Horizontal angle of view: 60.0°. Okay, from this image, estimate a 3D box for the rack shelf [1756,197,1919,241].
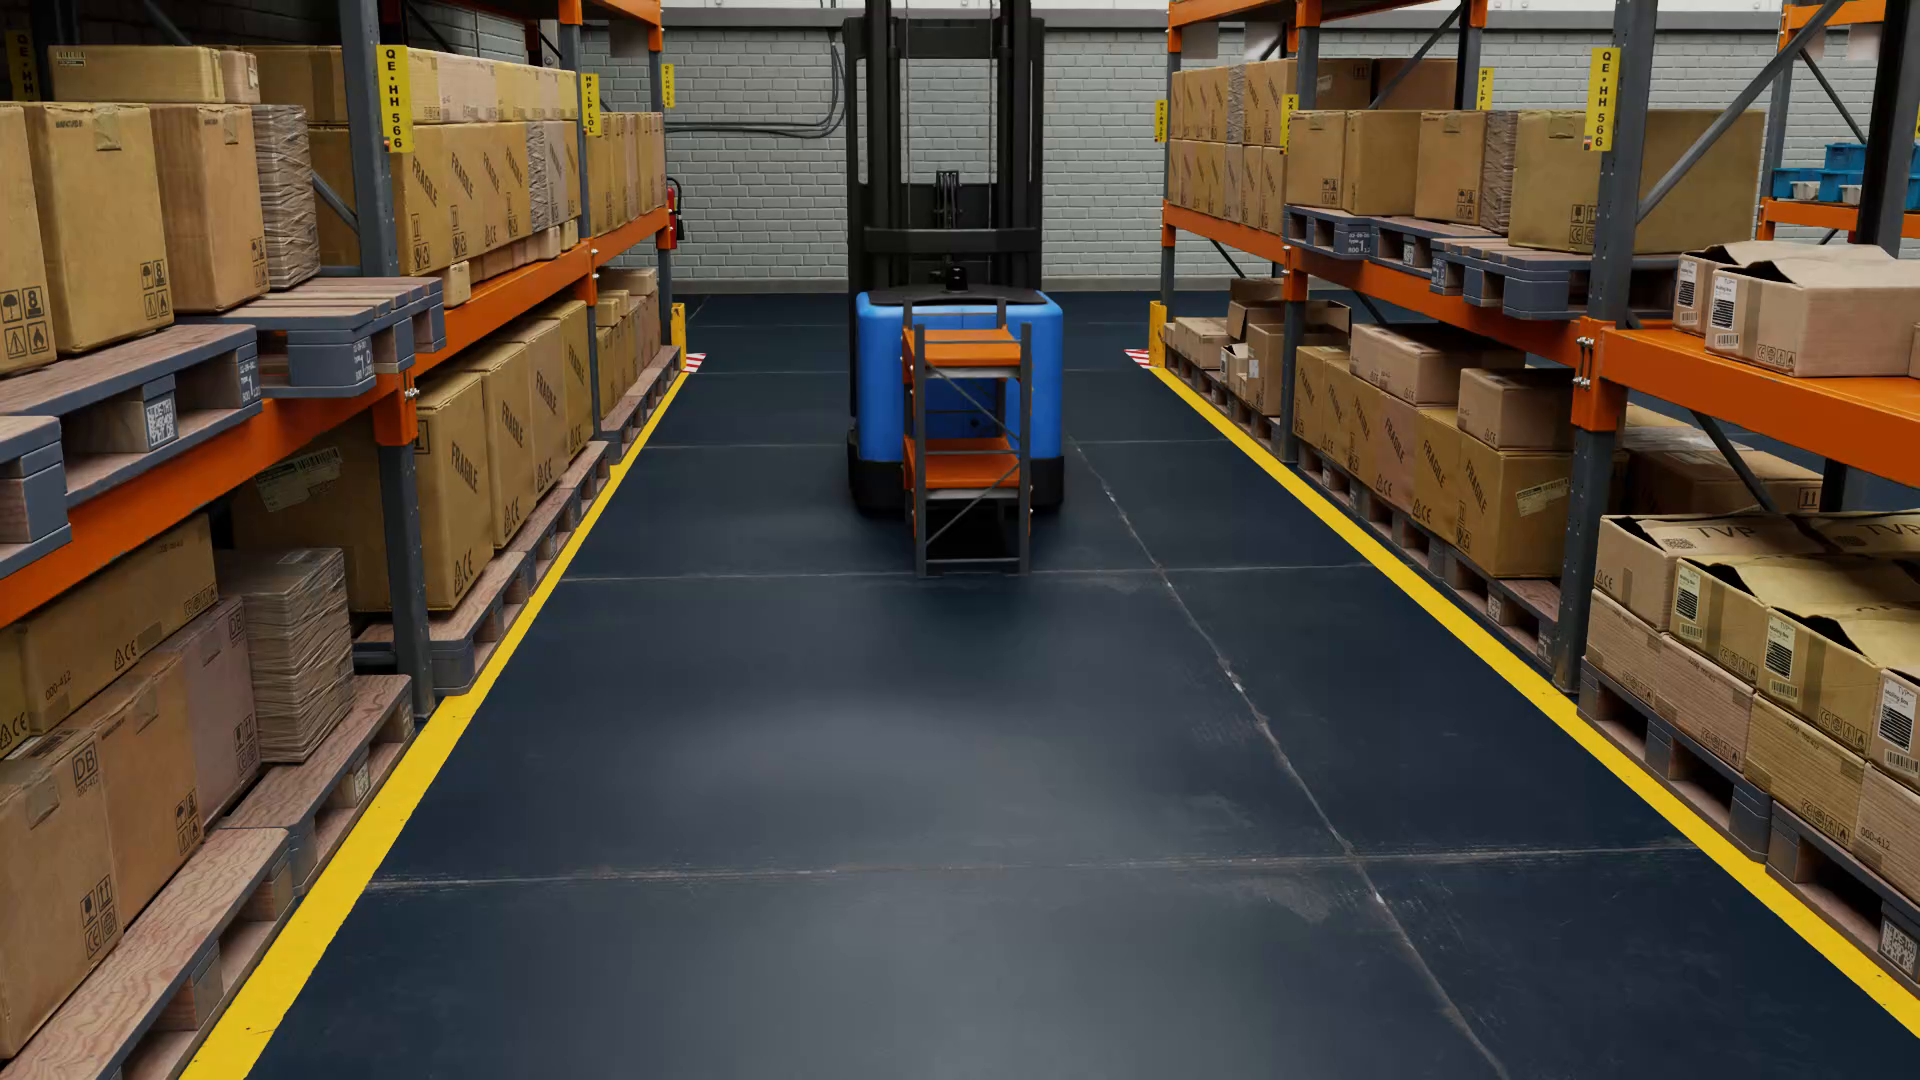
[{"bbox_3d":[7.207,-2.142,11.776,1.077,0.370,4.000,-1,14,-3],"label":"rack shelf"}]

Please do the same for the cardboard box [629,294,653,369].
[{"bbox_3d":[-2.630,-1.531,12.130,0.700,0.500,0.500,-1,14,-4],"label":"cardboard box"}]

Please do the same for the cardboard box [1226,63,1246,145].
[{"bbox_3d":[2.032,-2.825,10.778,0.500,0.500,0.500,-1,14,-3],"label":"cardboard box"}]

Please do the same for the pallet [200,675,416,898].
[{"bbox_3d":[-2.262,0.699,4.885,1.003,0.211,1.213,-1,14,-3],"label":"pallet"}]

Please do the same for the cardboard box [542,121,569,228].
[{"bbox_3d":[-2.235,-1.805,8.184,0.500,0.500,0.500,-1,14,-3],"label":"cardboard box"}]

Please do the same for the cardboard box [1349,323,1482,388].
[{"bbox_3d":[2.236,-0.911,8.174,0.500,0.250,0.500,-1,14,-3],"label":"cardboard box"}]

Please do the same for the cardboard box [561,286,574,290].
[{"bbox_3d":[-2.773,-1.619,11.172,0.380,0.149,0.250,-1,14,-4],"label":"cardboard box"}]

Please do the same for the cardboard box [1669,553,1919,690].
[{"bbox_3d":[2.415,0.199,4.783,0.500,0.311,0.500,-1,14,-5],"label":"cardboard box"}]

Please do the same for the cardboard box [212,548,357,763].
[{"bbox_3d":[-2.212,0.330,4.857,0.700,0.500,0.500,-1,14,-3],"label":"cardboard box"}]

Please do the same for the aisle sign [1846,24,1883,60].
[{"bbox_3d":[7.371,-4.269,13.383,0.394,0.787,0.004,-1,14,-3],"label":"aisle sign"}]

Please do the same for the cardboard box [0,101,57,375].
[{"bbox_3d":[-2.158,-0.542,3.028,0.700,0.500,0.500,1,14,4],"label":"cardboard box"}]

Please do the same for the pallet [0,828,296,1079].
[{"bbox_3d":[-2.190,1.002,3.708,1.003,0.211,1.213,-1,14,-3],"label":"pallet"}]

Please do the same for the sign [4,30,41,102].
[{"bbox_3d":[-2.863,-1.397,5.112,0.100,0.325,0.005,-1,14,-3],"label":"sign"}]

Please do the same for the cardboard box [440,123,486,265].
[{"bbox_3d":[-2.107,-1.303,6.232,0.500,0.500,0.500,0,14,-2],"label":"cardboard box"}]

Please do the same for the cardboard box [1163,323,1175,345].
[{"bbox_3d":[1.822,-1.635,13.201,0.380,0.149,0.250,-1,14,-3],"label":"cardboard box"}]

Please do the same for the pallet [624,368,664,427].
[{"bbox_3d":[-2.604,-0.984,11.428,1.003,0.211,1.213,-1,14,-3],"label":"pallet"}]

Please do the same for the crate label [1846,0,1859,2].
[{"bbox_3d":[6.818,-4.134,12.354,0.408,0.251,0.502,-1,14,-3],"label":"crate label"}]

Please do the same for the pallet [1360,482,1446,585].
[{"bbox_3d":[2.554,-0.061,7.841,1.003,0.211,1.213,-1,14,-3],"label":"pallet"}]

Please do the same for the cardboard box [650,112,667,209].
[{"bbox_3d":[-2.763,-2.854,12.496,0.980,0.700,0.700,0,14,-1],"label":"cardboard box"}]

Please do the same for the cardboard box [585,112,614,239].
[{"bbox_3d":[-2.574,-2.121,9.647,0.980,0.700,0.700,-1,14,-3],"label":"cardboard box"}]

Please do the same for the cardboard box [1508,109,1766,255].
[{"bbox_3d":[2.483,-1.330,6.131,0.700,0.500,0.500,-6,16,-22],"label":"cardboard box"}]

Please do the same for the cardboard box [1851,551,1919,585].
[{"bbox_3d":[2.952,0.189,4.821,0.500,0.311,0.500,-1,14,-4],"label":"cardboard box"}]

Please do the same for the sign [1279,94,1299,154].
[{"bbox_3d":[1.846,-2.327,9.312,0.100,0.325,0.005,-1,14,-3],"label":"sign"}]

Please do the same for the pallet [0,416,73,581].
[{"bbox_3d":[-1.963,0.050,2.198,1.003,0.211,1.213,-1,14,-3],"label":"pallet"}]

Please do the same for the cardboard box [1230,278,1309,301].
[{"bbox_3d":[2.419,-1.784,13.072,0.500,0.500,0.500,-1,14,-3],"label":"cardboard box"}]

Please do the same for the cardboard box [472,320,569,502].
[{"bbox_3d":[-2.329,-0.622,7.895,0.750,0.750,0.750,0,14,-2],"label":"cardboard box"}]

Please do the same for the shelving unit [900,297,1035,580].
[{"bbox_3d":[0.015,-0.505,7.731,0.538,1.125,1.048,-1,14,-4],"label":"shelving unit"}]

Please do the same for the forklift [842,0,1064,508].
[{"bbox_3d":[-0.105,-1.894,9.504,1.130,2.935,3.031,-1,14,-4],"label":"forklift"}]

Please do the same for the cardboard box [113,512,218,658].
[{"bbox_3d":[-2.240,0.110,4.208,0.500,0.250,0.500,-1,14,-2],"label":"cardboard box"}]

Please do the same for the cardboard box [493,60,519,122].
[{"bbox_3d":[-2.187,-1.913,7.097,0.500,0.250,0.500,-1,14,-5],"label":"cardboard box"}]

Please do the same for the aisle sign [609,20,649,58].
[{"bbox_3d":[-2.510,-4.117,12.789,0.394,0.787,0.004,-1,14,-3],"label":"aisle sign"}]

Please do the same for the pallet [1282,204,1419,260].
[{"bbox_3d":[2.328,-1.624,8.705,1.003,0.211,1.213,-1,14,-3],"label":"pallet"}]

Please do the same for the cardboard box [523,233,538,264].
[{"bbox_3d":[-2.219,-1.395,7.891,0.380,0.149,0.250,-1,14,-3],"label":"cardboard box"}]

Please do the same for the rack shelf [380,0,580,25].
[{"bbox_3d":[-2.433,-2.447,6.942,1.077,0.370,4.000,-1,14,-3],"label":"rack shelf"}]

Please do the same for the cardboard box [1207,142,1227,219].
[{"bbox_3d":[1.998,-2.469,11.402,0.500,0.500,0.500,-1,14,-3],"label":"cardboard box"}]

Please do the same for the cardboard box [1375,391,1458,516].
[{"bbox_3d":[2.272,-0.414,7.747,0.500,0.500,0.500,-1,14,-6],"label":"cardboard box"}]

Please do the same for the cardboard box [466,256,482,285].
[{"bbox_3d":[-2.206,-1.139,6.896,0.380,0.149,0.250,-1,14,-3],"label":"cardboard box"}]

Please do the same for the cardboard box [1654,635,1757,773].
[{"bbox_3d":[2.406,0.465,4.874,0.500,0.250,0.500,-1,14,-5],"label":"cardboard box"}]

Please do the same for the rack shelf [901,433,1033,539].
[{"bbox_3d":[0.015,-0.268,7.792,0.538,0.278,1.000,-1,14,-4],"label":"rack shelf"}]

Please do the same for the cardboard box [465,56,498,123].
[{"bbox_3d":[-2.149,-1.786,6.604,0.500,0.250,0.500,-1,14,-3],"label":"cardboard box"}]

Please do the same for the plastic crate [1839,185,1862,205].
[{"bbox_3d":[6.749,-2.573,12.416,0.250,0.136,0.298,-1,14,-3],"label":"plastic crate"}]

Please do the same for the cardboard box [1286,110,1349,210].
[{"bbox_3d":[2.193,-2.048,8.924,0.700,0.500,0.500,-6,16,-22],"label":"cardboard box"}]

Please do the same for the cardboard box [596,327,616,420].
[{"bbox_3d":[-2.501,-1.021,10.147,0.700,0.500,0.500,-1,14,-3],"label":"cardboard box"}]

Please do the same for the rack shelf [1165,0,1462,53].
[{"bbox_3d":[2.263,-3.519,11.109,1.077,0.370,4.000,-1,14,-3],"label":"rack shelf"}]

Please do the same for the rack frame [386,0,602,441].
[{"bbox_3d":[-2.557,-1.840,9.159,1.000,3.000,0.127,-1,14,-3],"label":"rack frame"}]

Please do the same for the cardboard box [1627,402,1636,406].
[{"bbox_3d":[2.790,-0.428,7.802,0.500,0.500,0.500,-1,14,-5],"label":"cardboard box"}]

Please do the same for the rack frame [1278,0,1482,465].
[{"bbox_3d":[2.387,-1.918,9.460,1.000,3.000,0.127,-1,14,-3],"label":"rack frame"}]

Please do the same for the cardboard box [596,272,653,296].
[{"bbox_3d":[-2.455,-1.877,12.173,0.380,0.149,0.250,0,14,-2],"label":"cardboard box"}]

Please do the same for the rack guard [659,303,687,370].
[{"bbox_3d":[-2.806,-1.631,13.360,1.175,0.500,0.348,-1,14,-3],"label":"rack guard"}]

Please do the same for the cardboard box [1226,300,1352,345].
[{"bbox_3d":[2.266,-1.389,11.532,0.797,0.503,0.637,-1,14,-3],"label":"cardboard box"}]

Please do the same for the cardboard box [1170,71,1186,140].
[{"bbox_3d":[1.904,-3.331,12.745,0.500,0.500,0.500,0,14,-2],"label":"cardboard box"}]
